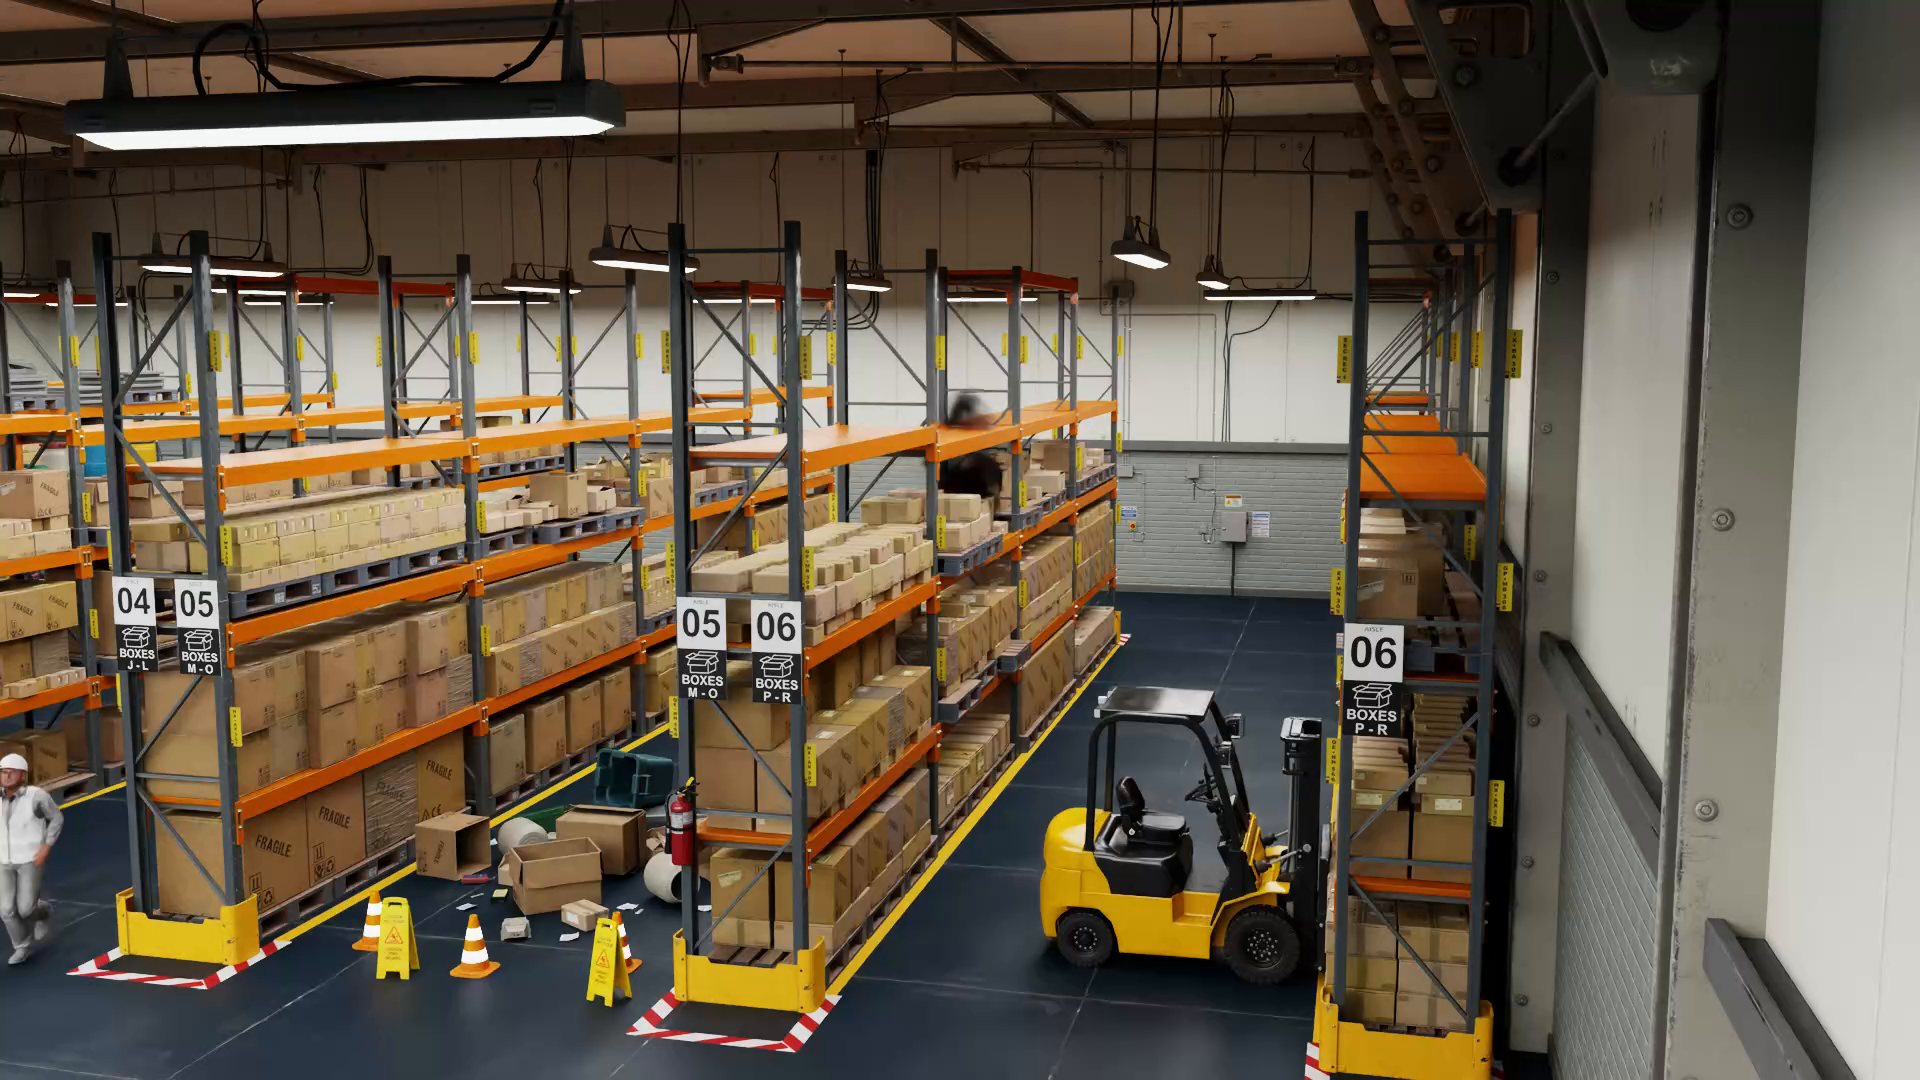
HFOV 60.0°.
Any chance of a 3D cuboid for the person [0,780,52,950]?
[{"bbox_3d":[-7.833,2.727,13.872,0.447,1.417,0.516,-1,7,-10],"label":"person"}]
